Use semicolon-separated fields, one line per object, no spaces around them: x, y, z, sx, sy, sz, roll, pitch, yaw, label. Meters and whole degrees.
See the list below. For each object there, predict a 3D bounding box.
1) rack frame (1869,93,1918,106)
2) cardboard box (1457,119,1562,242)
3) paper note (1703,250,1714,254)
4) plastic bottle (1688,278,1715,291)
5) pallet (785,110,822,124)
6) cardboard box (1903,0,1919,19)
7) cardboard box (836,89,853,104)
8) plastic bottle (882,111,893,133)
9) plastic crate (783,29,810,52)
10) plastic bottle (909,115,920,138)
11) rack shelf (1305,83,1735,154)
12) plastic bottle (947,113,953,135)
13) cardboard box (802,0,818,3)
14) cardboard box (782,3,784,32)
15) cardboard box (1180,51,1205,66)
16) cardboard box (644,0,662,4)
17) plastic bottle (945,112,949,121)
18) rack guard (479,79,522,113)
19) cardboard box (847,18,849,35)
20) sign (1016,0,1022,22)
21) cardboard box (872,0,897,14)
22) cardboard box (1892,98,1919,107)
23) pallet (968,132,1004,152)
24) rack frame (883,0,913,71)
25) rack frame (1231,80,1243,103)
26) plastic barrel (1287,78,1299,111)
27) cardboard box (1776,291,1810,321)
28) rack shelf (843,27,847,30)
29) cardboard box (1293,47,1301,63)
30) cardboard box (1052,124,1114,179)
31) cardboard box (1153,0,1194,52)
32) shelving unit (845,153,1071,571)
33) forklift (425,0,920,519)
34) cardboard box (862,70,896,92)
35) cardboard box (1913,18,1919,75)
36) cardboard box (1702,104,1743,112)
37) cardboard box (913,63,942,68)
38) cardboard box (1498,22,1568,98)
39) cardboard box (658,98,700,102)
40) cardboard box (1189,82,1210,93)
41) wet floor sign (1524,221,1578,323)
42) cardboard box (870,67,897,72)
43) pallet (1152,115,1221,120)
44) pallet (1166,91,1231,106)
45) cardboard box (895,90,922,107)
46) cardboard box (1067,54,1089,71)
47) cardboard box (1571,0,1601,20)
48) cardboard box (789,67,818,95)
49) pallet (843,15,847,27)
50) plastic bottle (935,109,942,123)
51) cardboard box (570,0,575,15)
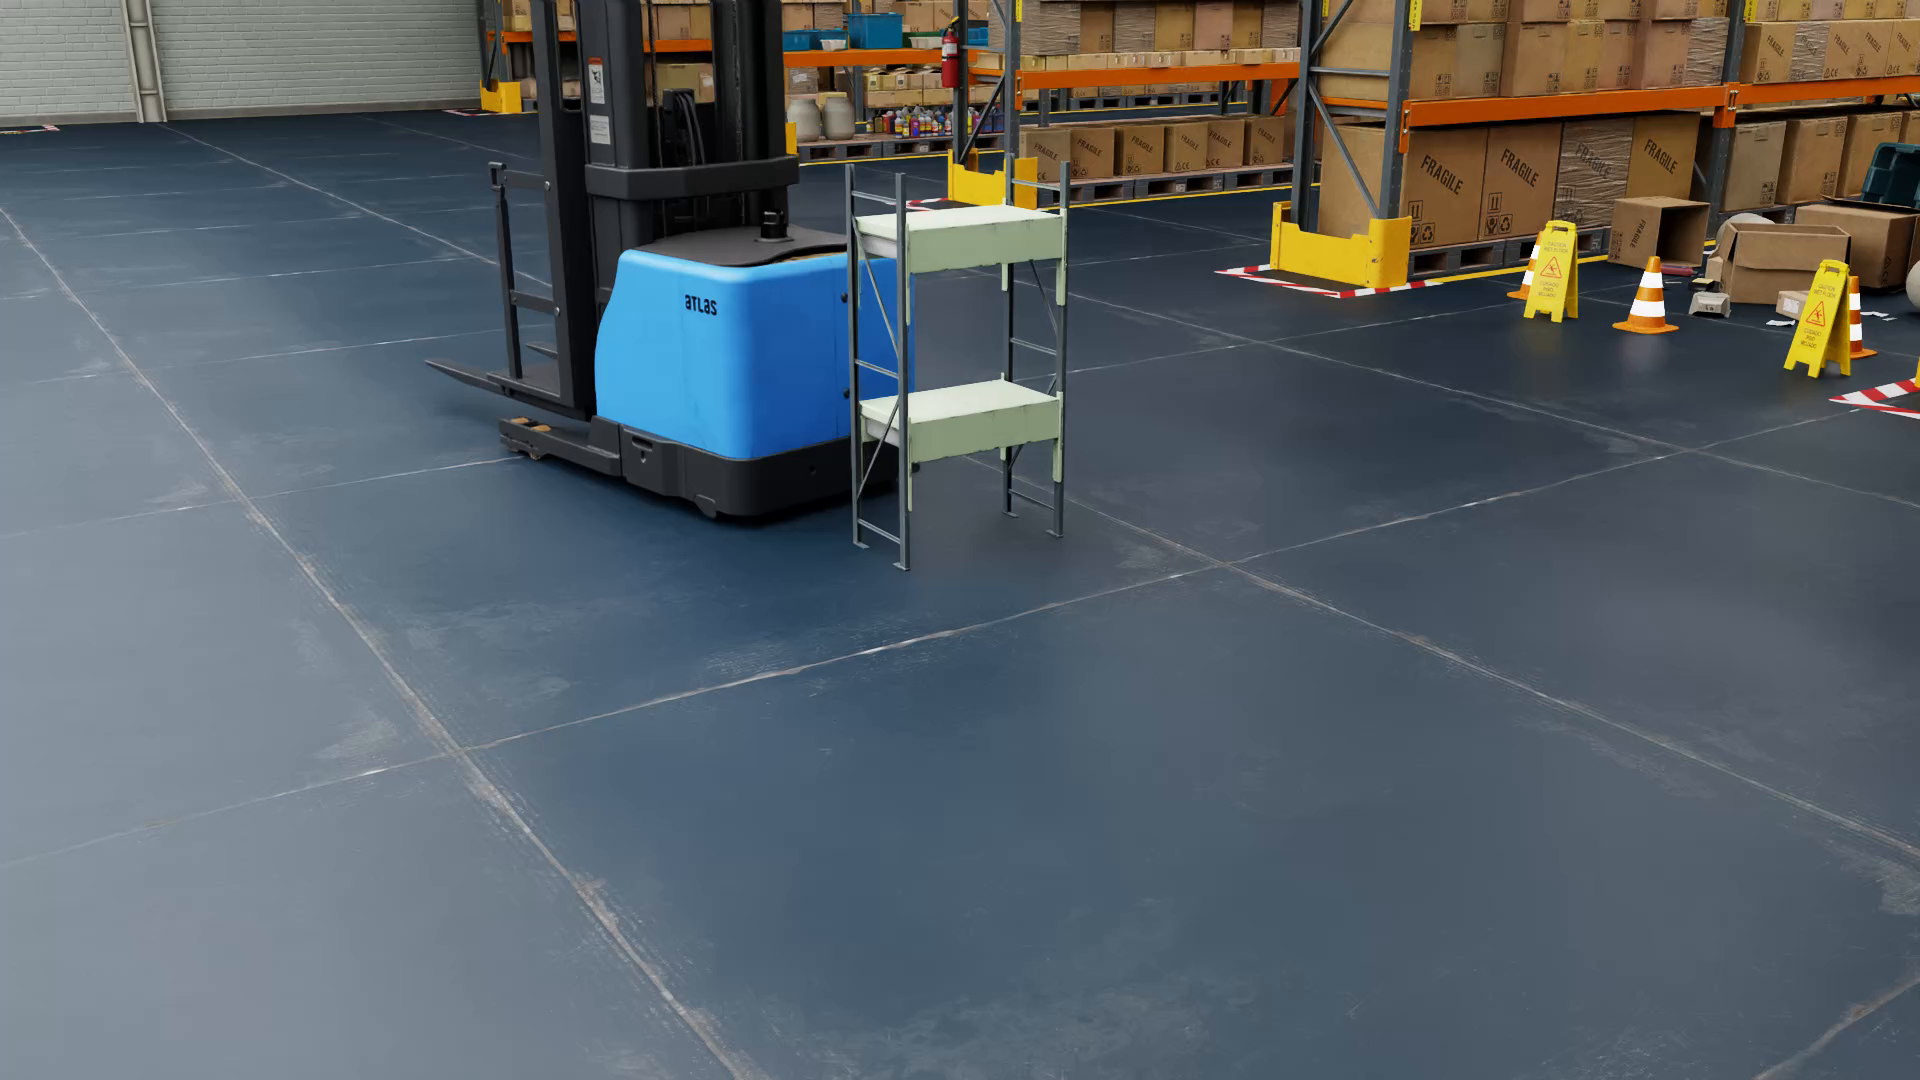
9.579;-4.856;16.425;0.127;3.000;1.000;-12;22;-31;rack frame
4.162;-2.932;13.396;0.875;0.875;0.875;-12;22;-32;cardboard box
6.175;-2.385;13.750;0.147;0.020;0.142;5;19;16;paper note
5.454;-1.880;12.210;0.133;0.061;0.283;13;23;34;plastic bottle
-2.537;-6.697;26.223;1.213;0.211;1.003;-12;22;-31;pallet
8.777;-5.211;15.758;0.500;0.500;0.700;-12;22;-32;cardboard box
-1.663;-7.193;26.976;0.500;0.250;0.500;-12;22;-32;cardboard box
-0.951;-5.512;21.932;0.135;0.276;0.152;-12;22;-31;plastic bottle
-2.216;-6.214;20.674;0.616;0.251;0.499;-12;22;-31;plastic crate
-0.585;-5.309;21.319;0.133;0.283;0.061;-11;22;-31;plastic bottle
4.568;-3.458;13.414;4.000;0.370;1.077;-12;22;-31;rack shelf
-0.076;-5.430;21.689;0.135;0.276;0.152;-11;22;-30;plastic bottle
-2.384;-8.306;25.461;0.250;0.149;0.380;-13;22;-33;cardboard box
-3.075;-7.932;25.367;0.500;0.500;0.700;-12;22;-31;cardboard box
2.317;-5.000;17.244;0.250;0.149;0.380;-12;22;-31;cardboard box
-4.525;-7.855;24.127;0.250;0.149;0.380;-13;22;-33;cardboard box
-0.135;-5.462;21.772;0.133;0.283;0.061;-12;22;-31;plastic bottle
-7.855;-7.595;28.431;0.348;0.500;1.175;-12;22;-31;rack guard
-1.463;-8.174;26.473;0.500;0.250;0.500;-10;21;-28;cardboard box
0.553;-5.056;15.666;0.005;0.325;0.100;-12;22;-31;sign
-1.624;-10.346;31.820;0.500;0.500;0.700;-15;24;-38;cardboard box
10.006;-4.417;17.202;0.500;0.250;0.500;-13;22;-33;cardboard box
0.287;-5.393;22.366;1.213;0.211;1.003;-12;22;-31;pallet
-1.237;-10.175;32.159;0.127;3.000;1.000;-12;22;-31;rack frame
4.832;-9.555;30.326;0.127;3.000;1.000;-12;22;-31;rack frame
5.034;-6.760;25.285;0.421;0.512;0.421;0;19;0;plastic barrel
5.688;-1.561;11.131;0.250;0.149;0.380;-1;19;-3;cardboard box
-2.907;-9.482;31.232;4.000;0.370;1.077;-12;22;-31;rack shelf
3.577;-5.260;18.014;0.250;0.149;0.380;-12;22;-31;cardboard box
1.266;-4.026;17.218;0.500;0.500;0.500;-6;20;-17;cardboard box
1.946;-5.351;17.268;0.500;0.500;0.875;-12;22;-31;cardboard box
-0.006;-0.709;6.501;0.755;1.500;0.431;-12;22;-31;shelving unit
-1.568;-1.866;7.689;1.130;2.935;3.031;-17;25;-41;forklift
-1.368;-7.315;26.459;0.500;0.311;0.500;-12;22;-31;cardboard box
8.934;-4.665;15.703;0.500;0.500;0.500;-12;22;-31;cardboard box
9.753;-5.979;22.410;0.875;0.875;1.225;-12;22;-31;cardboard box
-0.550;-9.450;32.715;0.750;0.750;0.750;-12;22;-32;cardboard box
4.167;-3.763;12.958;0.550;0.550;0.875;-12;22;-31;cardboard box
-4.205;-6.462;24.813;0.500;0.250;0.500;-12;22;-31;cardboard box
4.160;-8.331;29.921;0.500;0.500;0.500;-12;22;-31;cardboard box
3.963;-1.797;11.052;0.232;0.644;0.267;-17;25;-41;wet floor sign
-1.238;-7.550;27.155;0.500;0.311;0.500;-11;22;-30;cardboard box
3.544;-6.078;24.394;1.213;0.211;1.003;-12;22;-31;pallet
4.173;-8.081;30.319;1.213;0.211;1.003;-12;22;-31;pallet
-0.949;-7.137;26.810;0.500;0.250;0.500;-11;22;-30;cardboard box
1.060;-4.738;16.467;0.250;0.149;0.380;-12;22;-31;cardboard box
4.551;-4.397;13.146;0.500;0.550;0.875;-12;22;-31;cardboard box
-2.541;-7.173;25.745;0.500;0.500;0.500;-12;22;-31;cardboard box
-2.867;-9.725;31.126;1.213;0.211;1.003;-12;22;-31;pallet
-0.291;-5.636;22.306;0.097;0.271;0.097;0;19;0;plastic bottle
-6.501;-9.237;28.416;0.500;0.500;0.500;-13;22;-33;cardboard box
